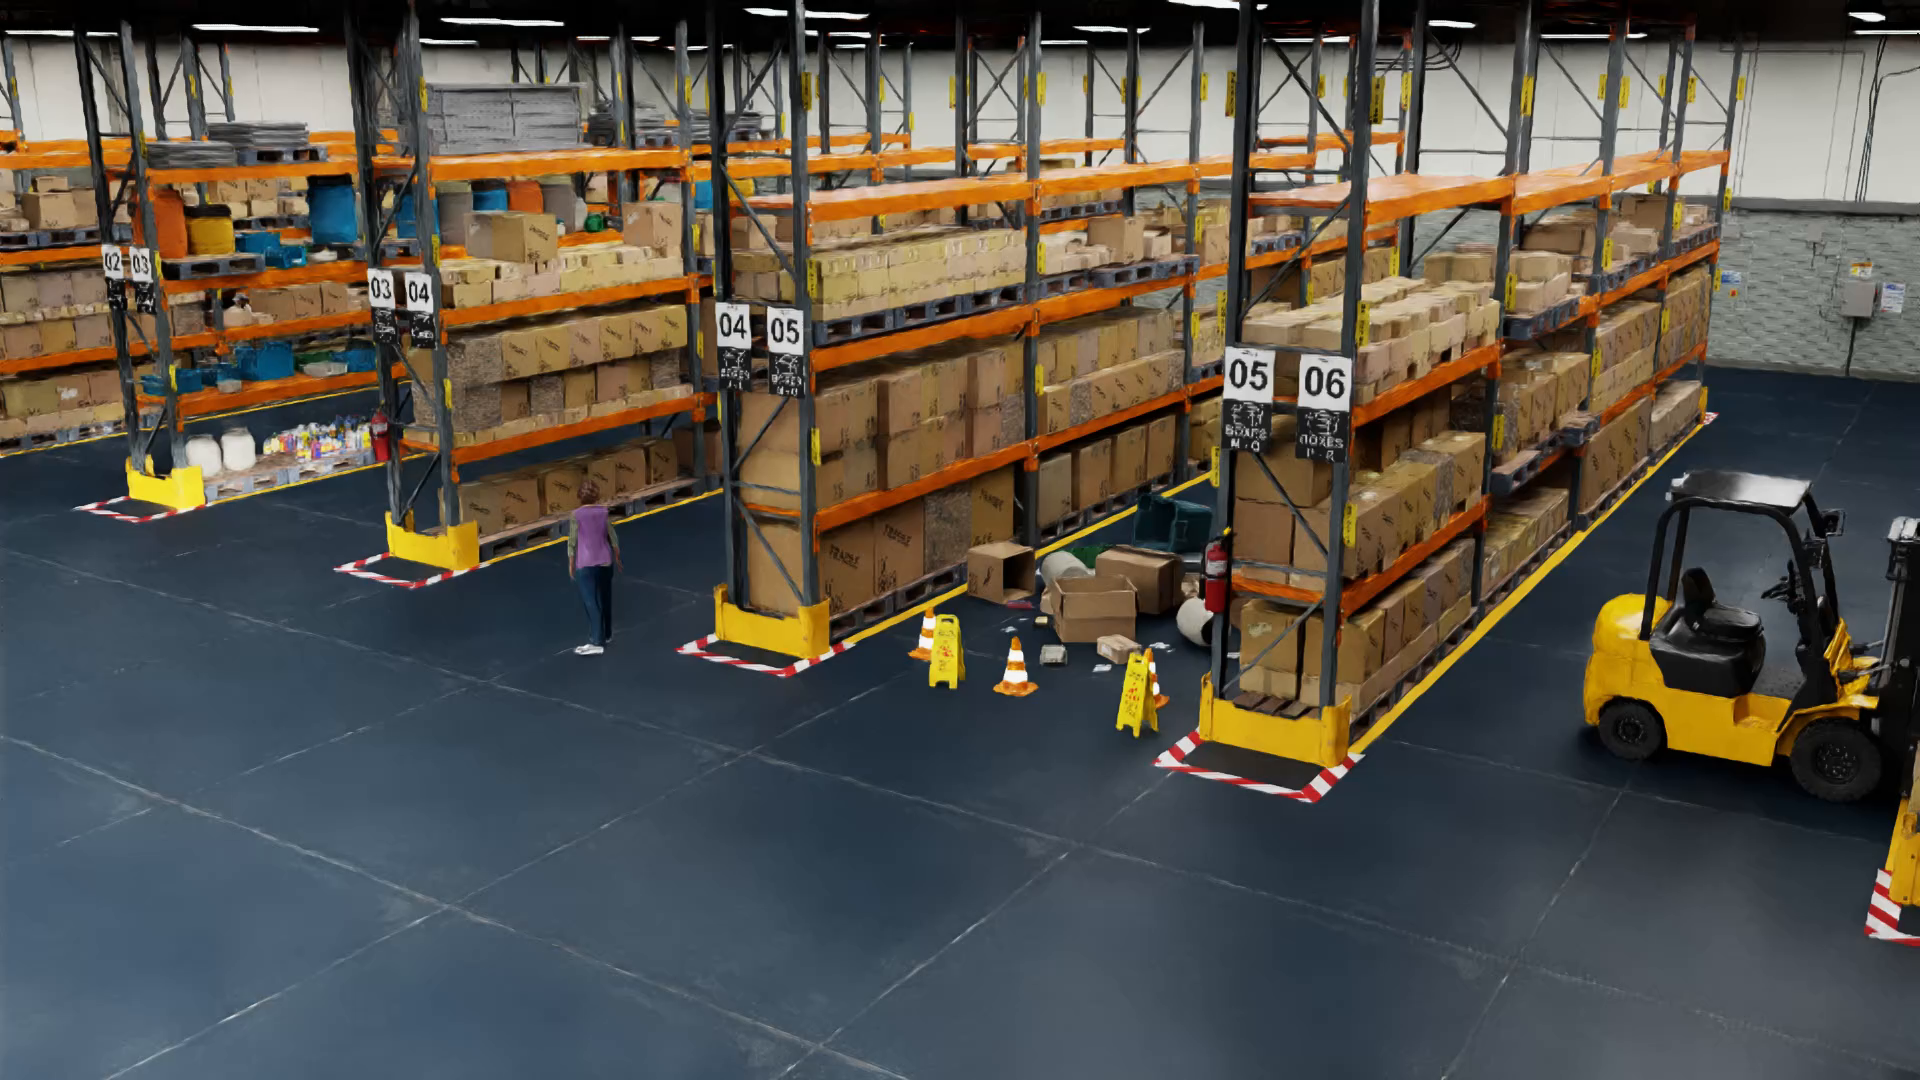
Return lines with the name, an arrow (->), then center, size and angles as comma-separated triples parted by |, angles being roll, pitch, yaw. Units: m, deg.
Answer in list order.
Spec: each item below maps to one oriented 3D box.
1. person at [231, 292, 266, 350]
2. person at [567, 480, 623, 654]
person -> -12.339, -3.522, 28.876 | 0.479, 1.583, 1.093 | 9, 18, 29
person -> -3.386, 0.226, 15.390 | 0.540, 1.587, 0.538 | -12, 19, -36
